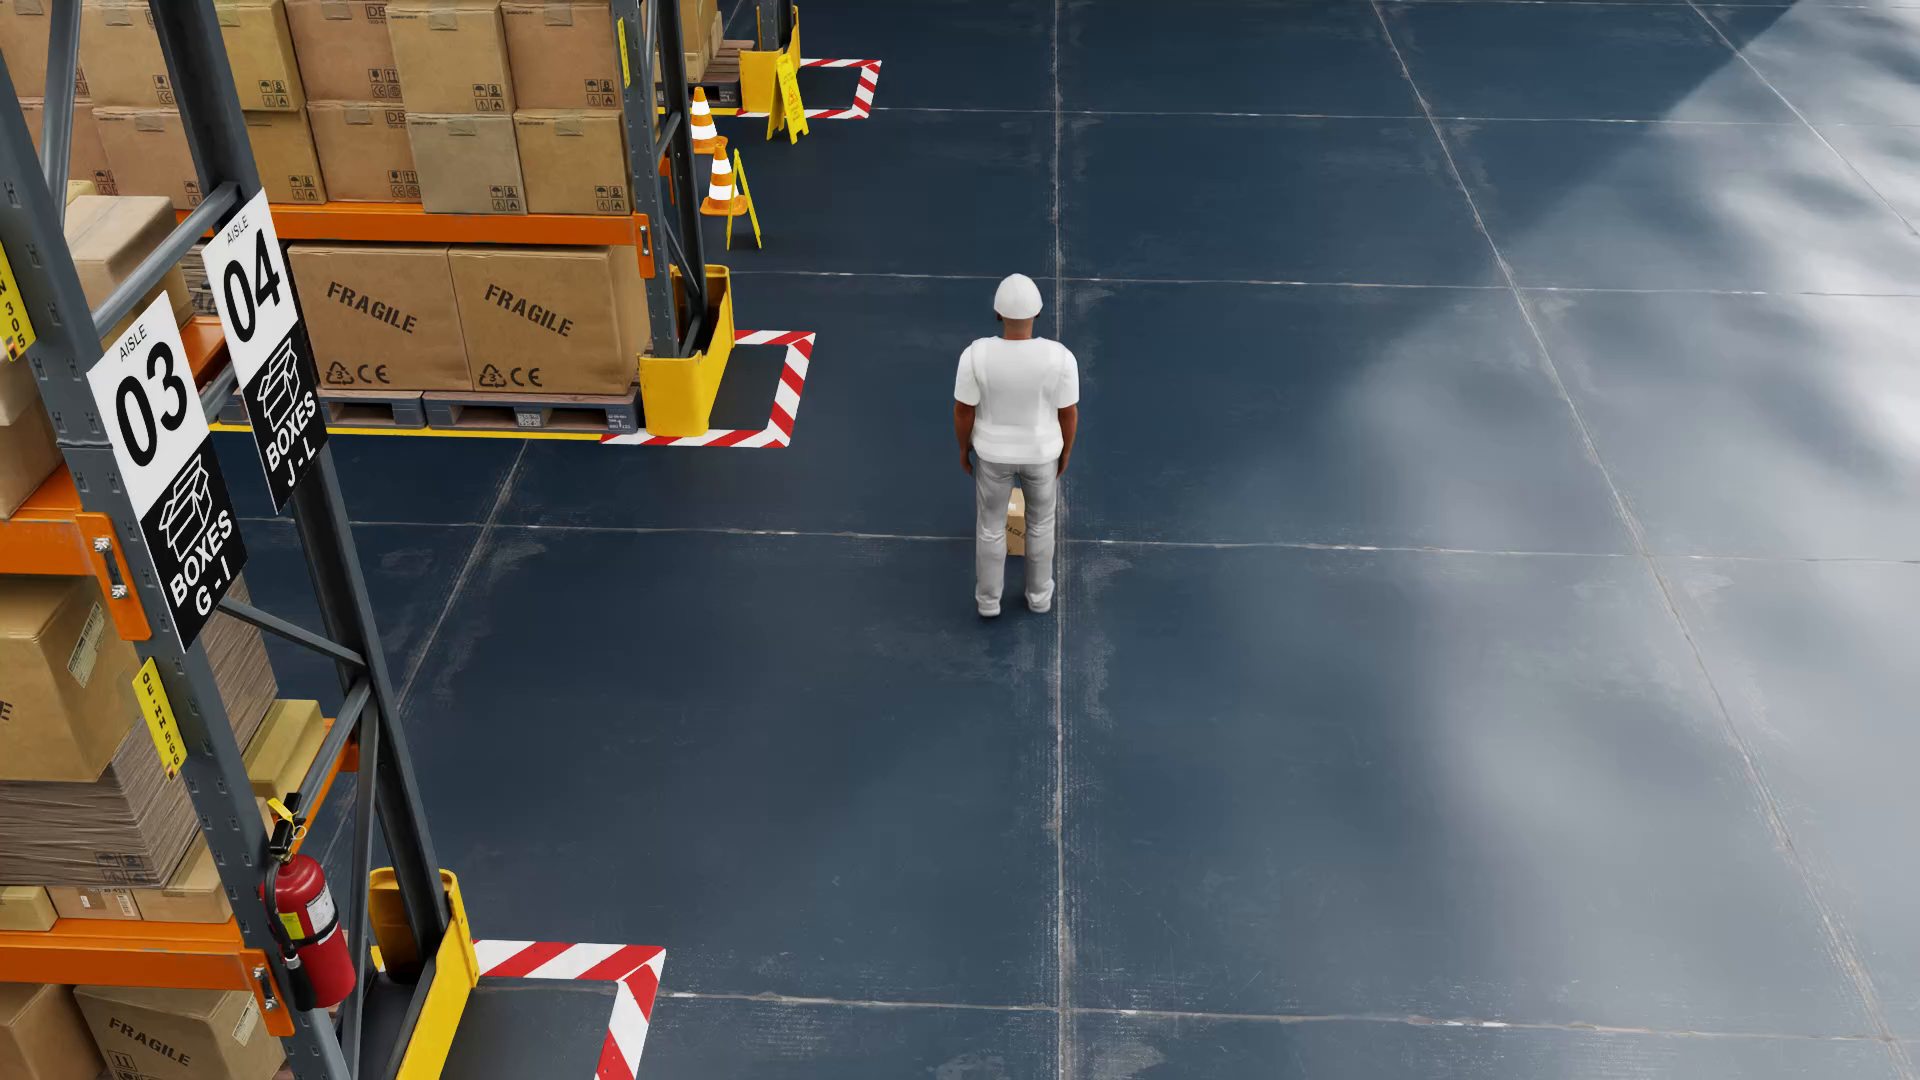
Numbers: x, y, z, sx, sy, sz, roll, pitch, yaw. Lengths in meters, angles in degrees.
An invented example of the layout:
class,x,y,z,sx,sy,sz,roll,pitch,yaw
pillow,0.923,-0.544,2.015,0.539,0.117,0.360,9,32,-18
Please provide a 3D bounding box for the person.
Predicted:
class,x,y,z,sx,sy,sz,roll,pitch,yaw
person,0.256,-0.416,7.711,0.562,1.794,0.372,2,36,3
